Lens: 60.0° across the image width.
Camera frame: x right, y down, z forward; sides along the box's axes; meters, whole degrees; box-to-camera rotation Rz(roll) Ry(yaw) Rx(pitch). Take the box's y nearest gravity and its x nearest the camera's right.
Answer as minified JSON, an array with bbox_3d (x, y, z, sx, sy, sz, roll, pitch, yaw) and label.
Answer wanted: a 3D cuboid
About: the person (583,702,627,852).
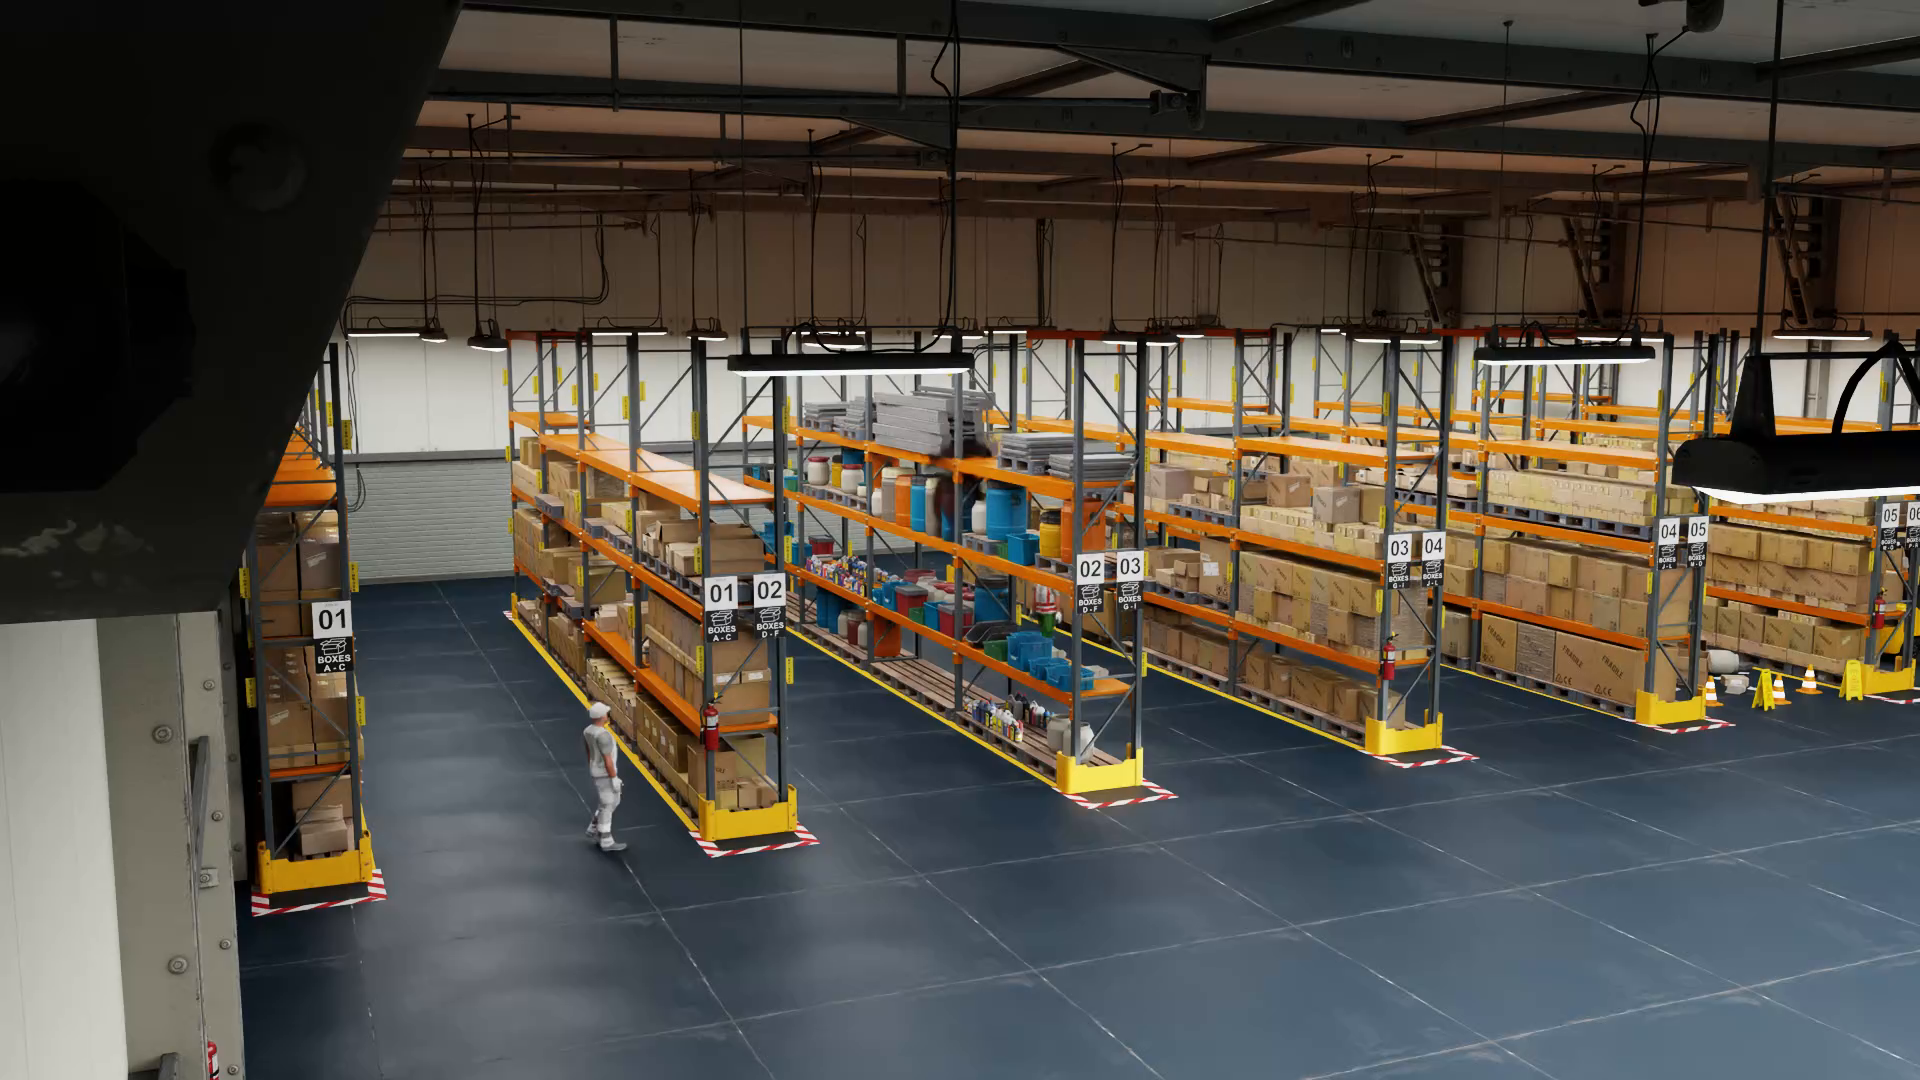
[{"bbox_3d":[-4.206,2.790,19.675,0.459,1.791,0.594,-2,8,-17],"label":"person"}]

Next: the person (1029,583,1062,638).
[{"bbox_3d":[1.485,1.342,30.210,0.637,1.782,0.568,-6,10,-39],"label":"person"}]
